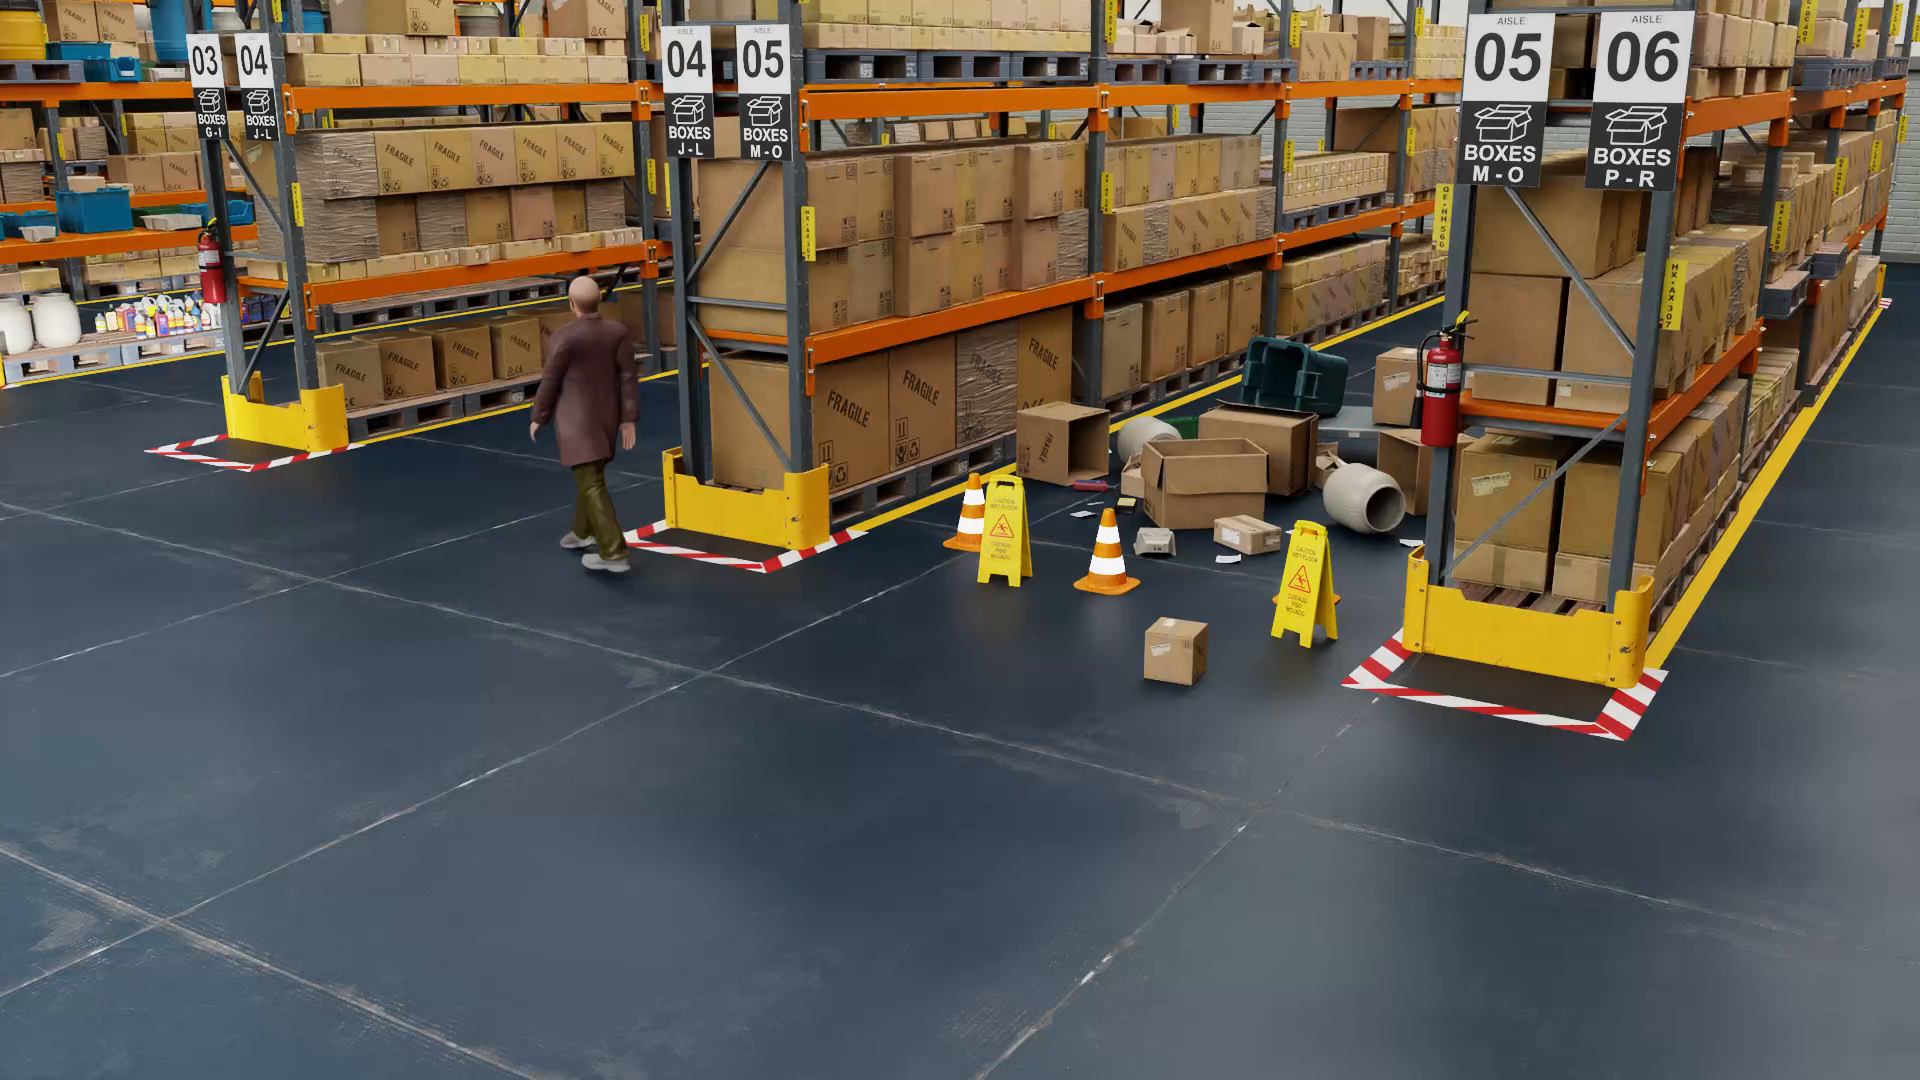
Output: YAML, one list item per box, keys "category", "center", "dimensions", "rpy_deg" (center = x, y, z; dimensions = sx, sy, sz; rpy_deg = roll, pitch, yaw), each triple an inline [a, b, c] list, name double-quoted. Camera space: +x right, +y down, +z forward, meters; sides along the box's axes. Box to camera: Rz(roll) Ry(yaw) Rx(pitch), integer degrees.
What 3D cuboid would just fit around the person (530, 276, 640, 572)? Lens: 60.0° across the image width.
- category: "person"
  center: [-2.304, -0.707, 10.020]
  dimensions: [0.917, 1.777, 0.577]
  rpy_deg: [13, 21, 39]
